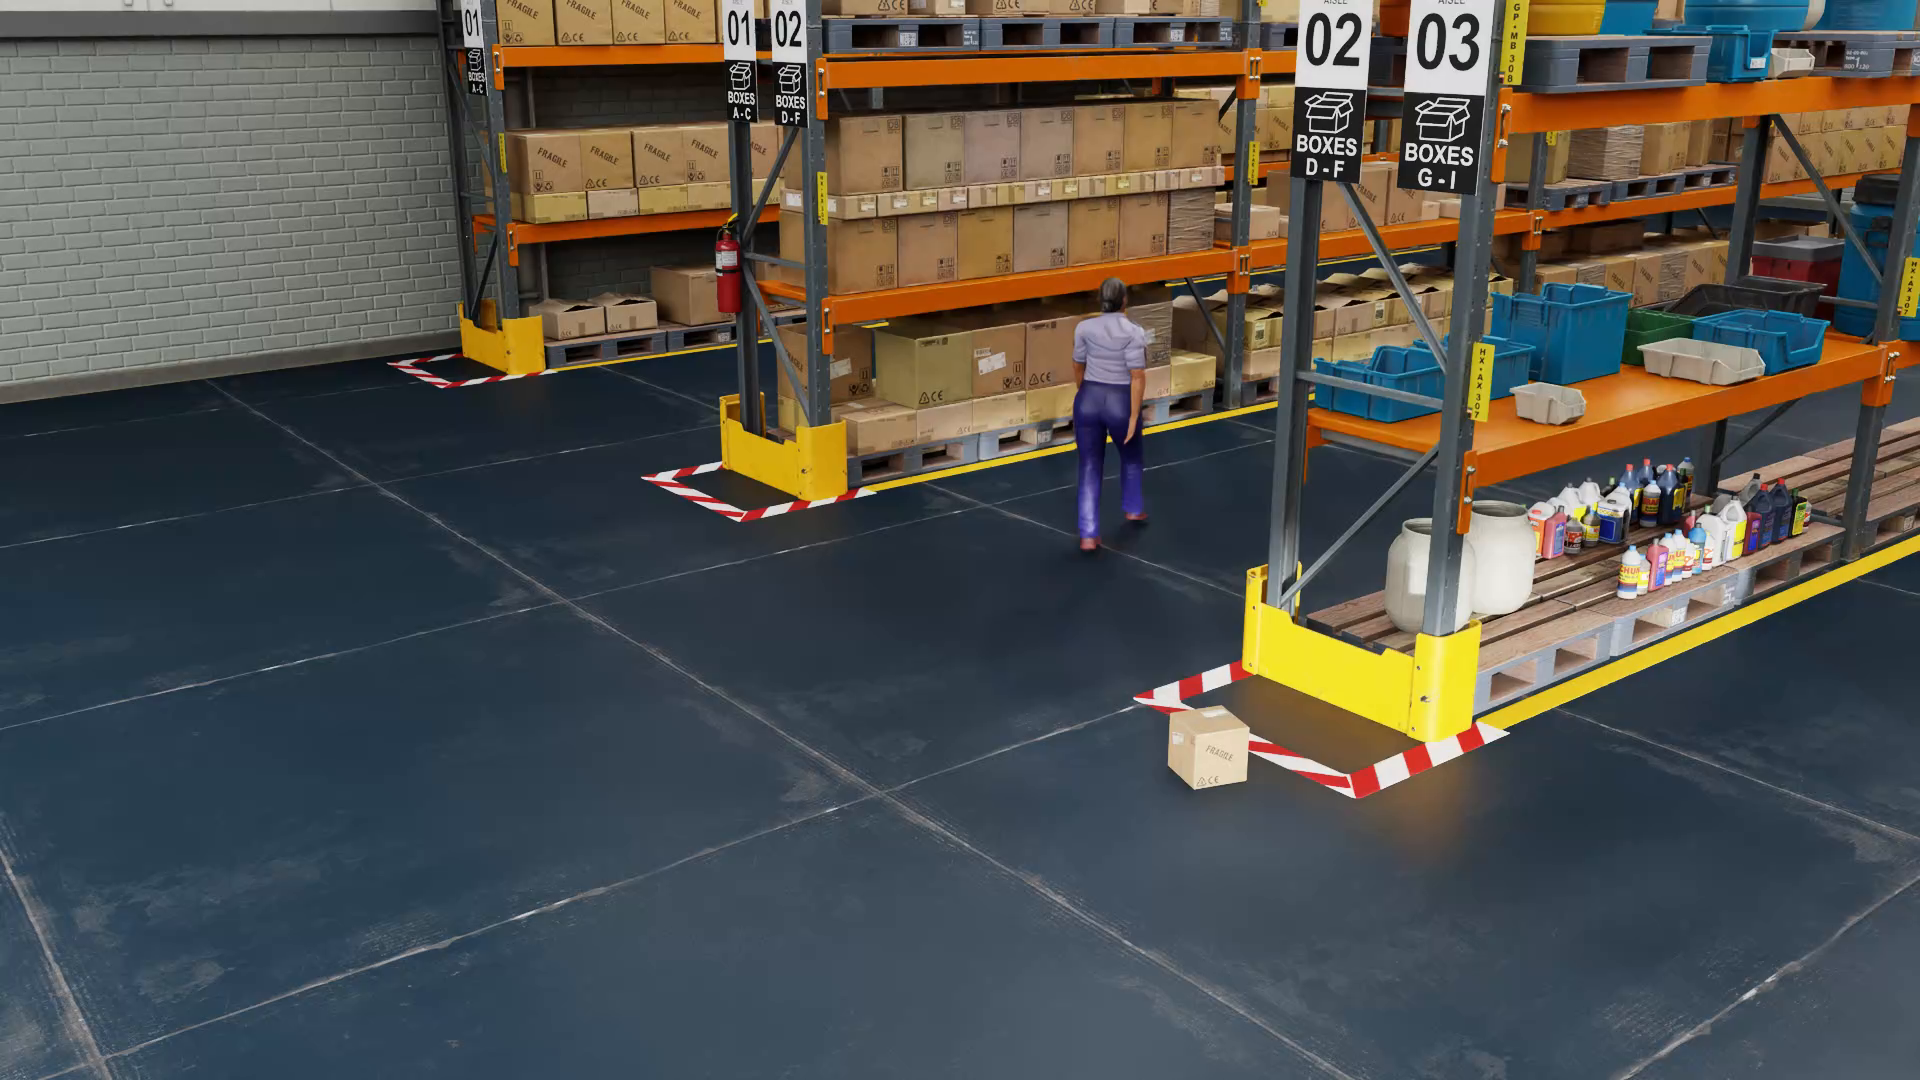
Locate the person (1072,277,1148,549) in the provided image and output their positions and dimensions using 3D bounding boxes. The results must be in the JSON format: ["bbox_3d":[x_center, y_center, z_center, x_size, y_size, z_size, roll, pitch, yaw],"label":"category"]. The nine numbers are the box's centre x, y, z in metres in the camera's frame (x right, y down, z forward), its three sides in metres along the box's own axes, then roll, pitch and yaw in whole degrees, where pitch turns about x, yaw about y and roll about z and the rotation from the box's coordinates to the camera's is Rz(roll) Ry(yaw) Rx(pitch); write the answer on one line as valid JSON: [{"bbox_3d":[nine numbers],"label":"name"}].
[{"bbox_3d":[0.914,-0.807,10.069,0.474,1.586,0.929,4,18,14],"label":"person"}]
